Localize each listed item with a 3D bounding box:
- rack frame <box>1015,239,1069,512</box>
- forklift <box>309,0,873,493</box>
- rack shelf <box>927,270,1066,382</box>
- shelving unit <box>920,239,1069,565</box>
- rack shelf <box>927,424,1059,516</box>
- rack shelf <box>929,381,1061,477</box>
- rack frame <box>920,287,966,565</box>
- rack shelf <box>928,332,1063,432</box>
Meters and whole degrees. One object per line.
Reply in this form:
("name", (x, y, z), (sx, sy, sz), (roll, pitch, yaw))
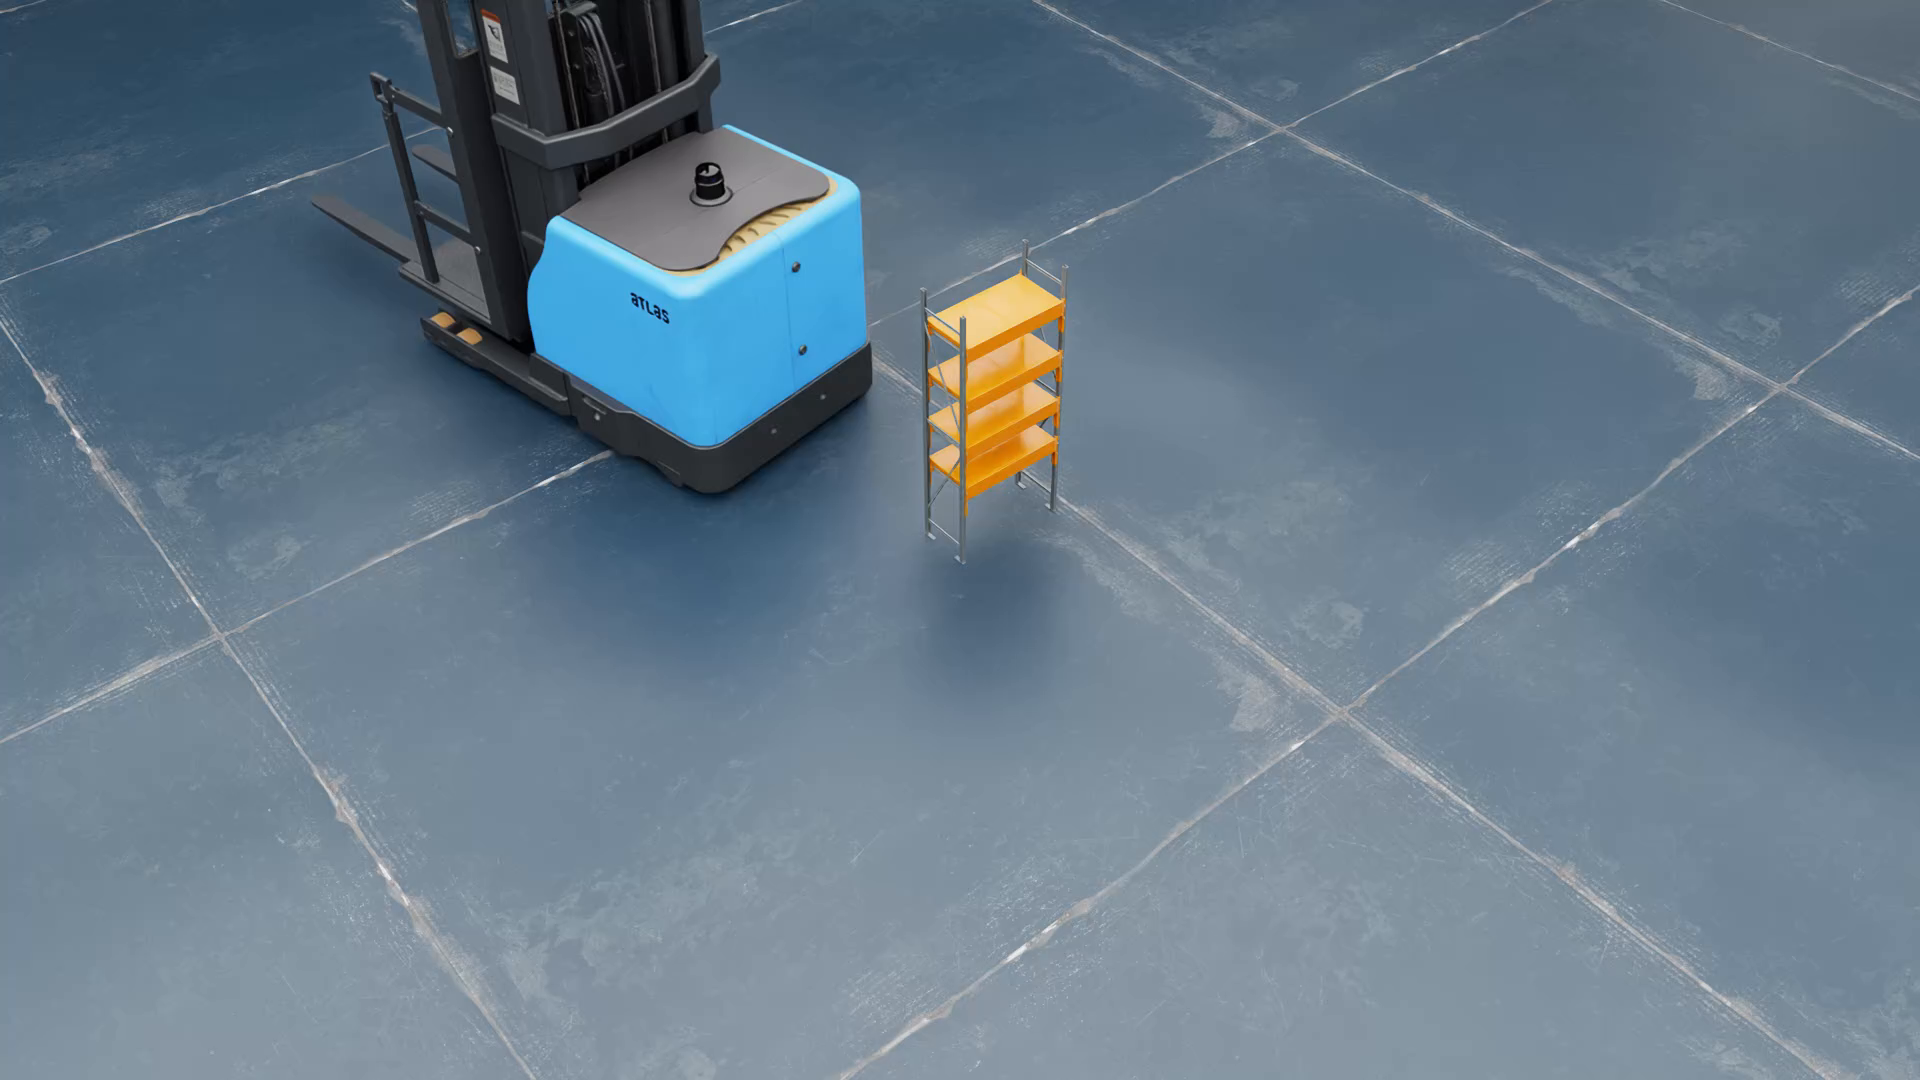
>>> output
("rack frame", (0.314, -0.617, 6.531), (0.015, 1.200, 0.240), (-30, 51, -28))
("forklift", (-1.846, -2.116, 6.862), (3.031, 2.935, 1.130), (30, 51, 28))
("rack shelf", (0.127, -0.796, 6.148), (0.480, 0.148, 0.258), (-30, 51, -28))
("shelving unit", (0.127, -0.510, 6.417), (0.503, 1.200, 0.258), (-30, 51, -28))
("rack shelf", (0.127, -0.316, 6.599), (0.480, 0.148, 0.258), (-30, 51, -28))
("rack shelf", (0.127, -0.461, 6.463), (0.480, 0.148, 0.258), (-30, 51, -28))
("rack frame", (-0.060, -0.403, 6.303), (0.015, 1.200, 0.240), (-30, 51, -28))
("rack shelf", (0.127, -0.624, 6.310), (0.480, 0.148, 0.258), (-30, 51, -28))
